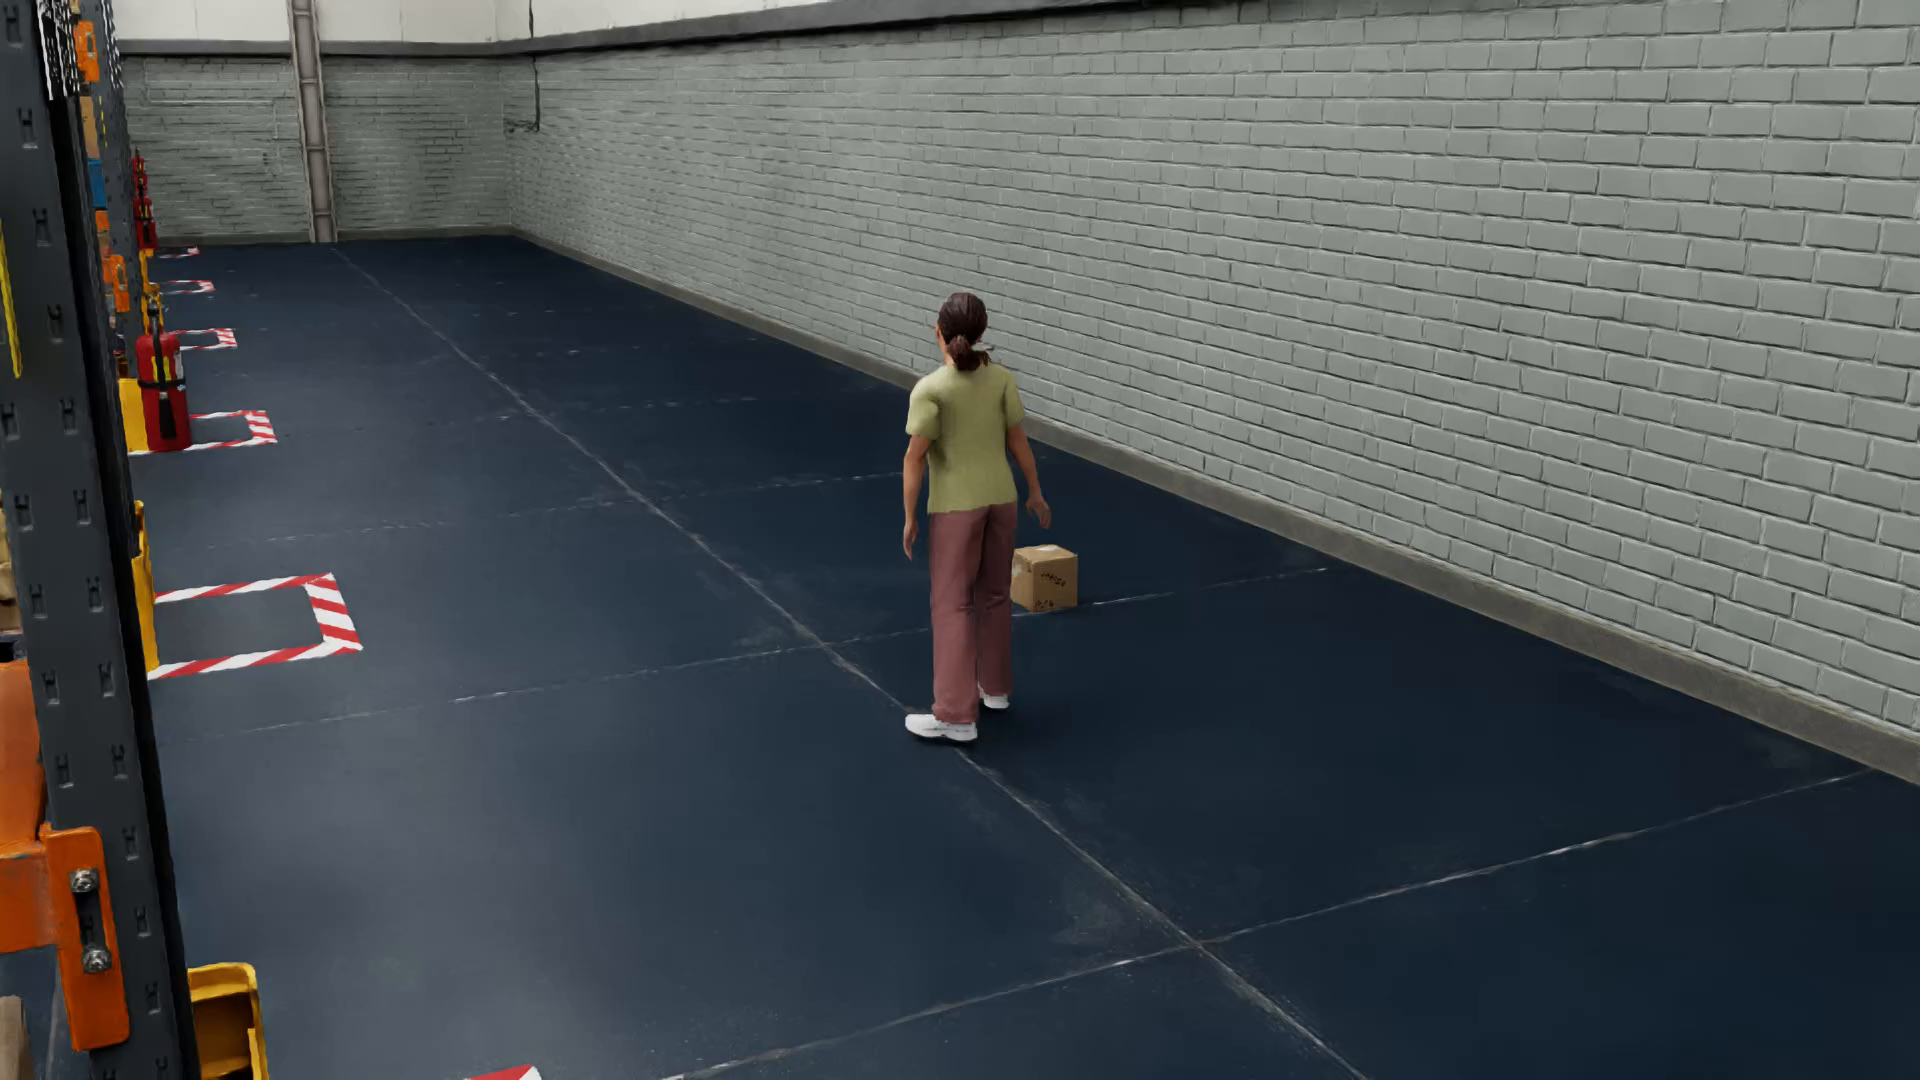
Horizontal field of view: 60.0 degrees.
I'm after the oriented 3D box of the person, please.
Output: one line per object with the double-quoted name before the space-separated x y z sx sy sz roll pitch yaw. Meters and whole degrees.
"person" 0.029 0.008 6.360 0.621 1.429 0.517 -8 17 -28
